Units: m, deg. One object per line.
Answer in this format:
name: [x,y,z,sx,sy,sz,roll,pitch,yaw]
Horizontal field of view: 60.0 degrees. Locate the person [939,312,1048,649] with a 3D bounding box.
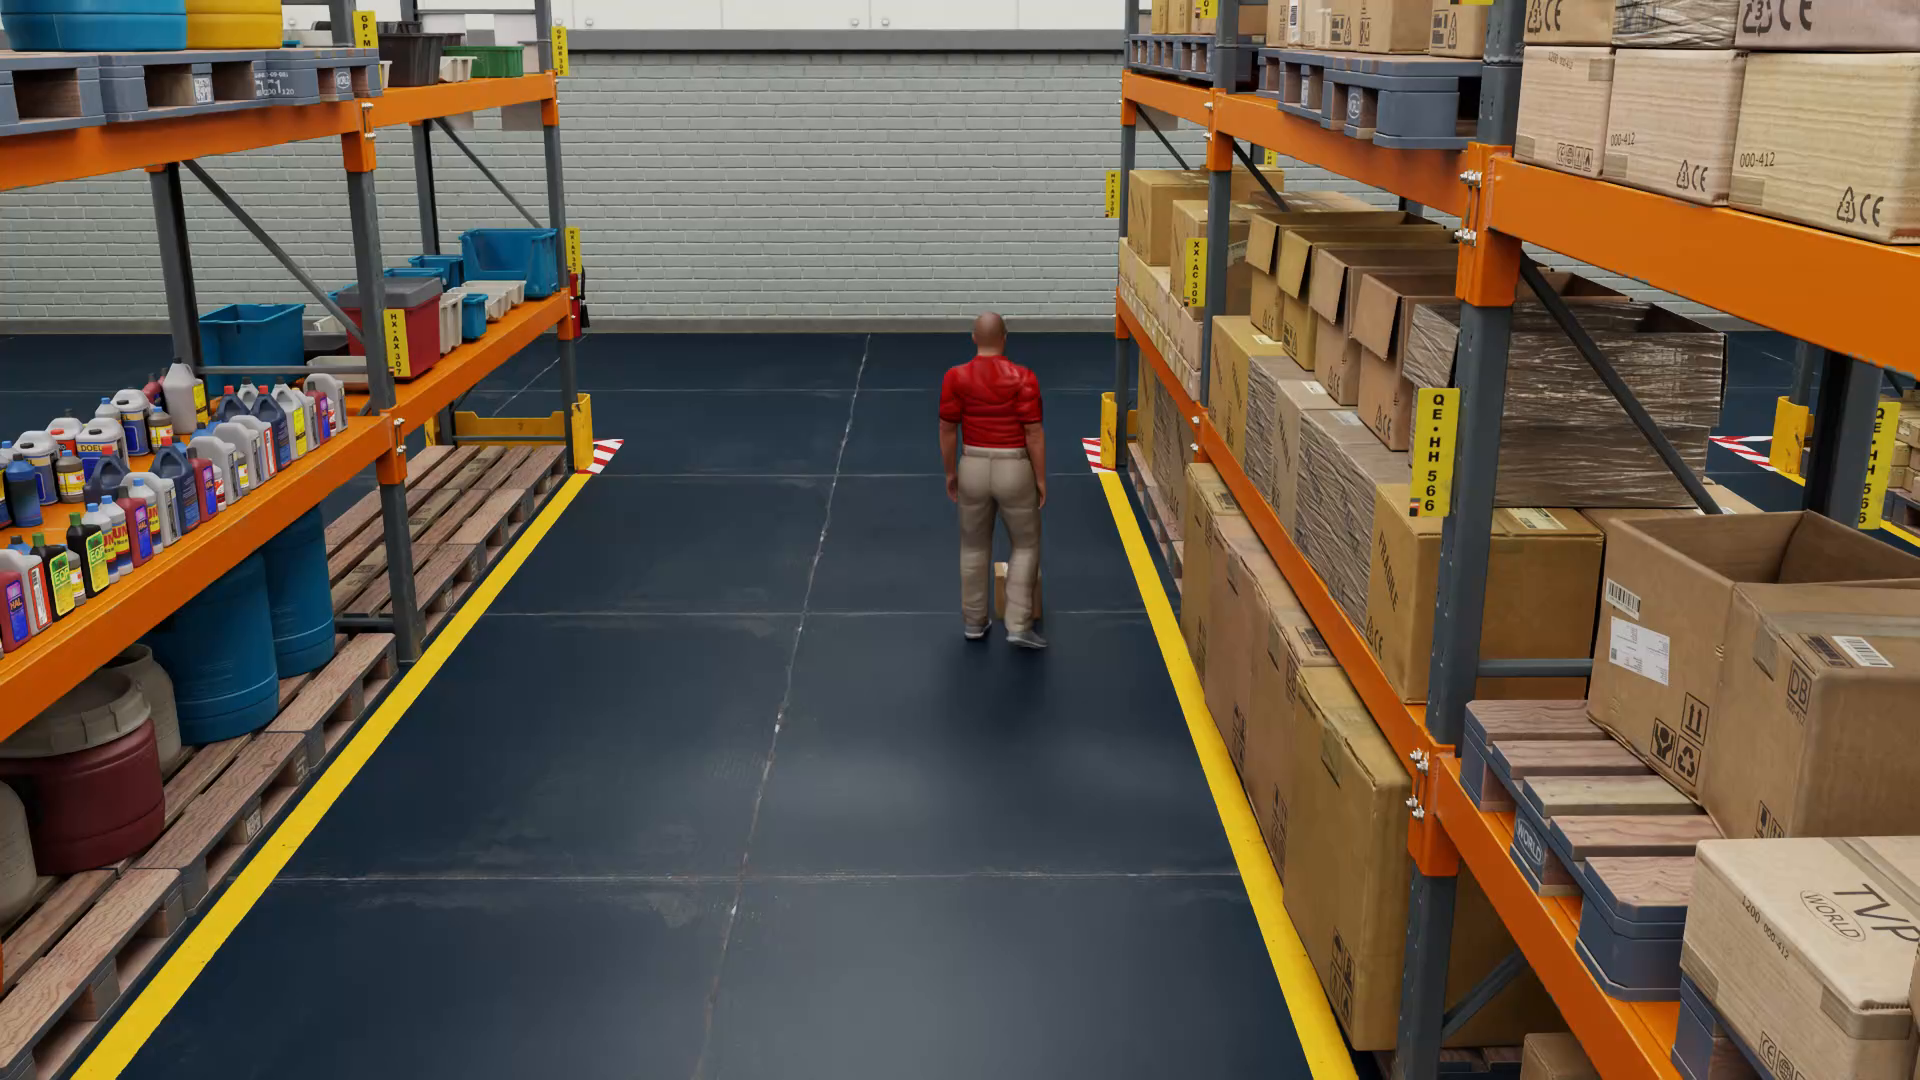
person: [0.186,-0.288,8.567,0.577,1.793,0.448,5,18,15]
